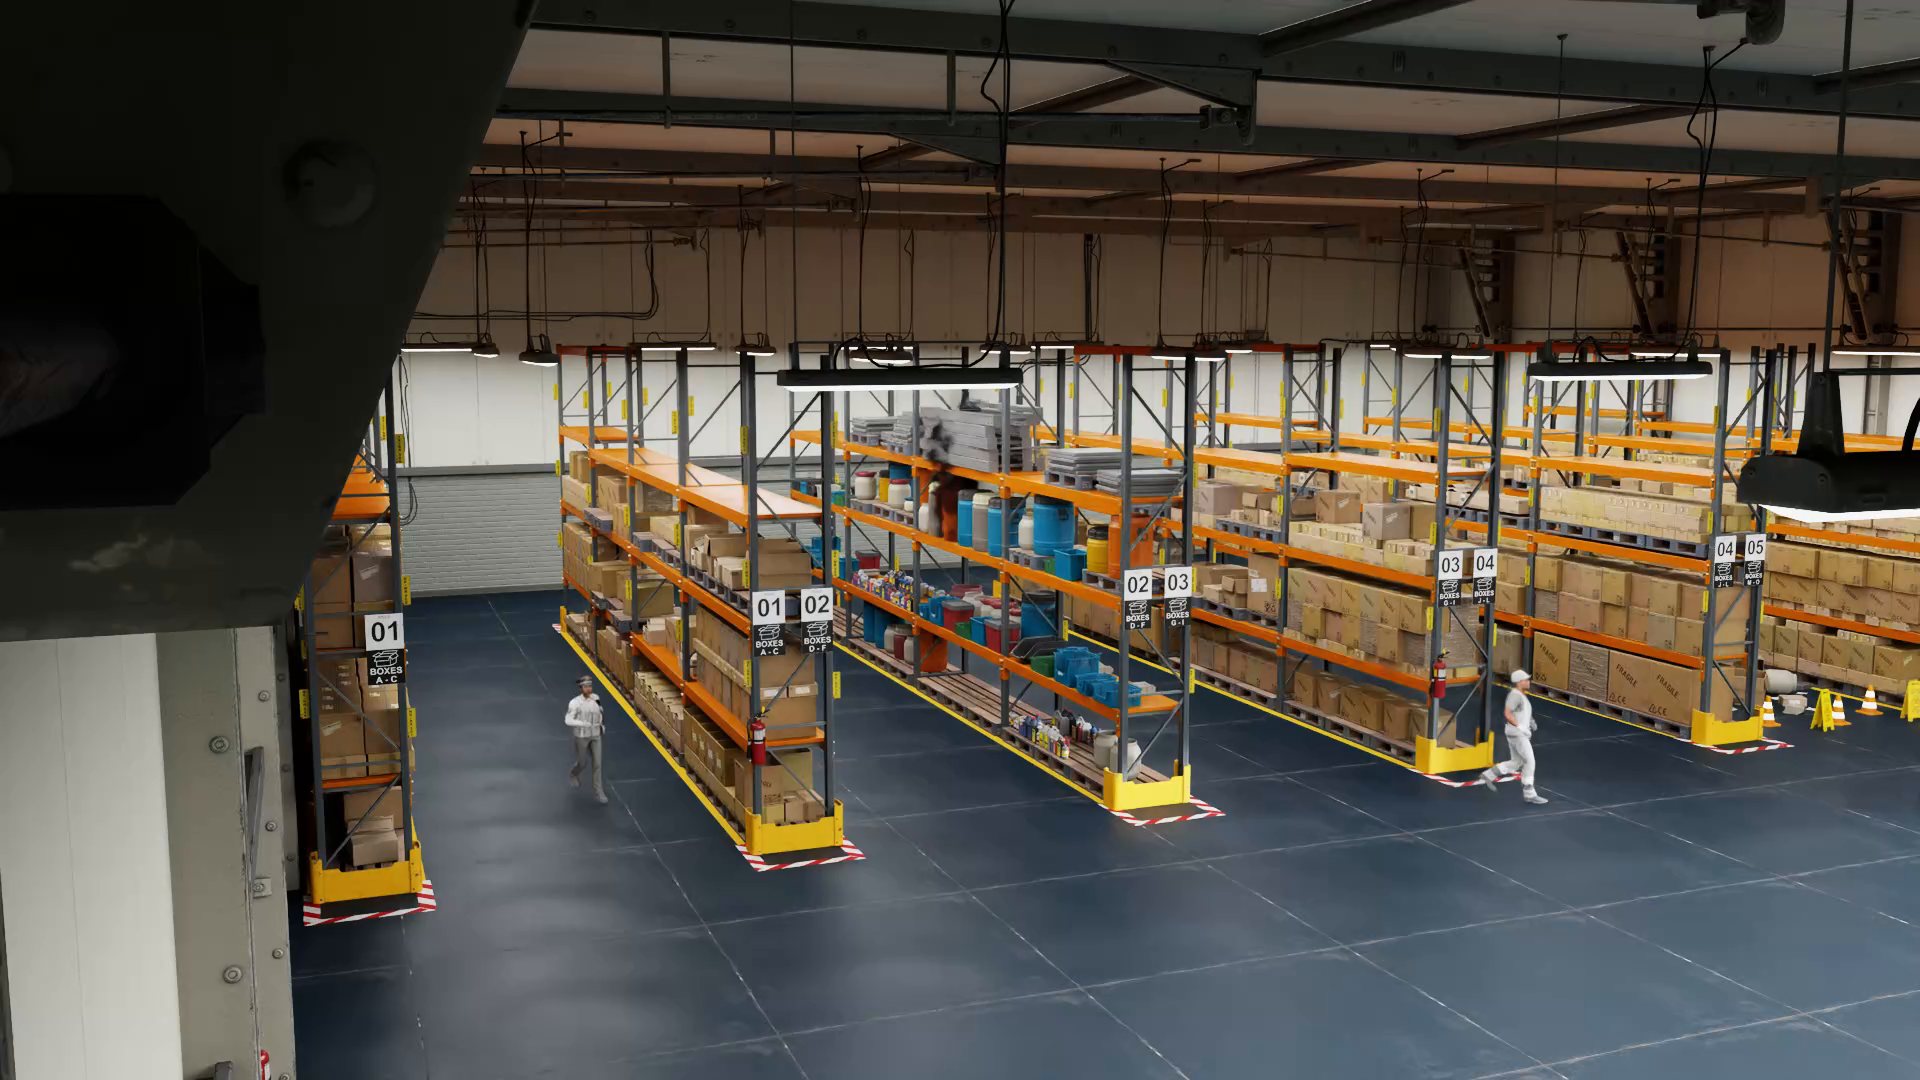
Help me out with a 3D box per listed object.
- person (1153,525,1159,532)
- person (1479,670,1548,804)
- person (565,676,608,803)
[{"bbox_3d":[4.633,0.346,41.160,0.710,1.540,0.658,-3,8,-25],"label":"person"},{"bbox_3d":[7.485,2.630,22.402,0.885,1.772,0.725,2,8,18],"label":"person"},{"bbox_3d":[-4.991,2.631,22.323,0.617,1.667,0.957,-5,9,-37],"label":"person"}]
